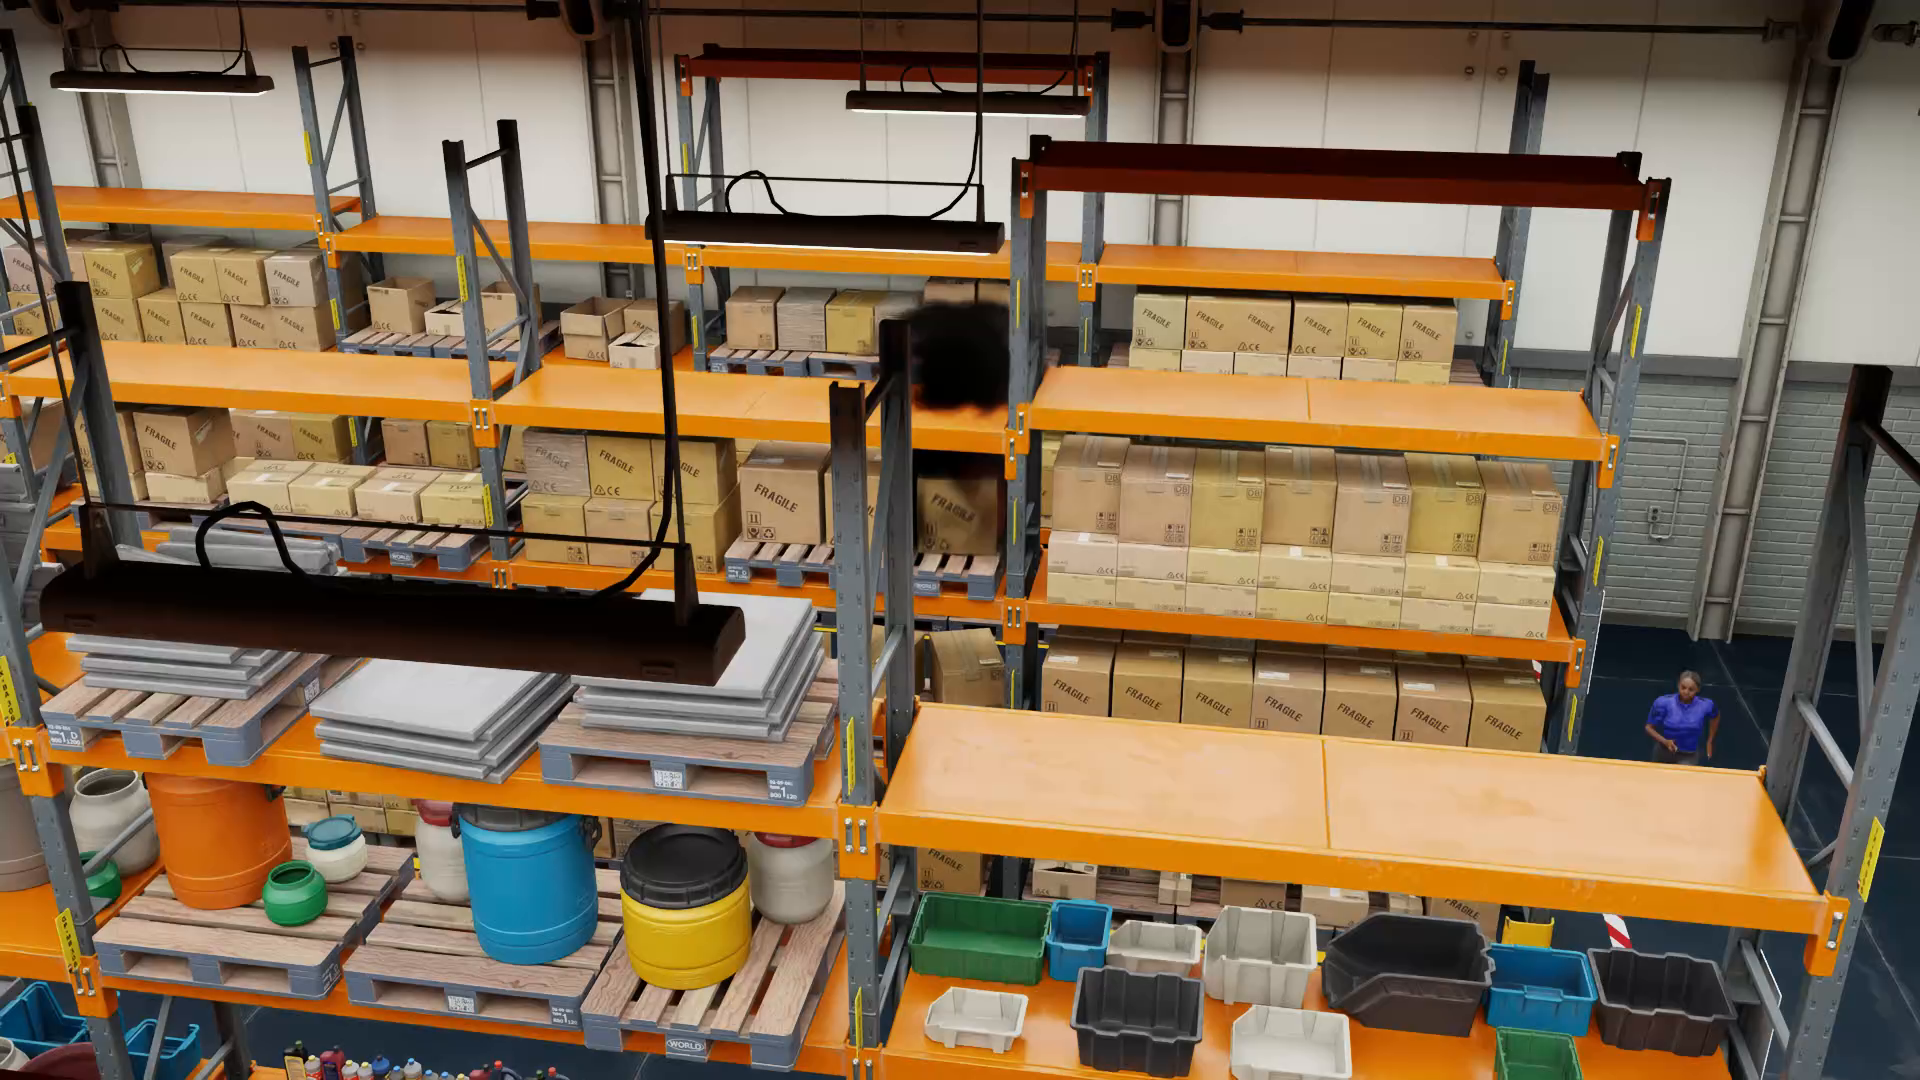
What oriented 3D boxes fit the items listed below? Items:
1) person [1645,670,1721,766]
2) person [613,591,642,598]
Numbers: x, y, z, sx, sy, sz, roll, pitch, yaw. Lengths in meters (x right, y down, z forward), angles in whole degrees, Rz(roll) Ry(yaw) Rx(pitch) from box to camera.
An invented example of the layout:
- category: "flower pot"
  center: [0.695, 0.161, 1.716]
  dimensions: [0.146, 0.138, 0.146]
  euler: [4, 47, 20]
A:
- category: "person"
  center: [5.978, 1.846, 13.896]
  dimensions: [0.556, 1.715, 0.848]
  euler: [10, 25, 23]
- category: "person"
  center: [-3.278, 0.691, 16.538]
  dimensions: [1.047, 1.742, 0.700]
  euler: [-3, 23, -6]
